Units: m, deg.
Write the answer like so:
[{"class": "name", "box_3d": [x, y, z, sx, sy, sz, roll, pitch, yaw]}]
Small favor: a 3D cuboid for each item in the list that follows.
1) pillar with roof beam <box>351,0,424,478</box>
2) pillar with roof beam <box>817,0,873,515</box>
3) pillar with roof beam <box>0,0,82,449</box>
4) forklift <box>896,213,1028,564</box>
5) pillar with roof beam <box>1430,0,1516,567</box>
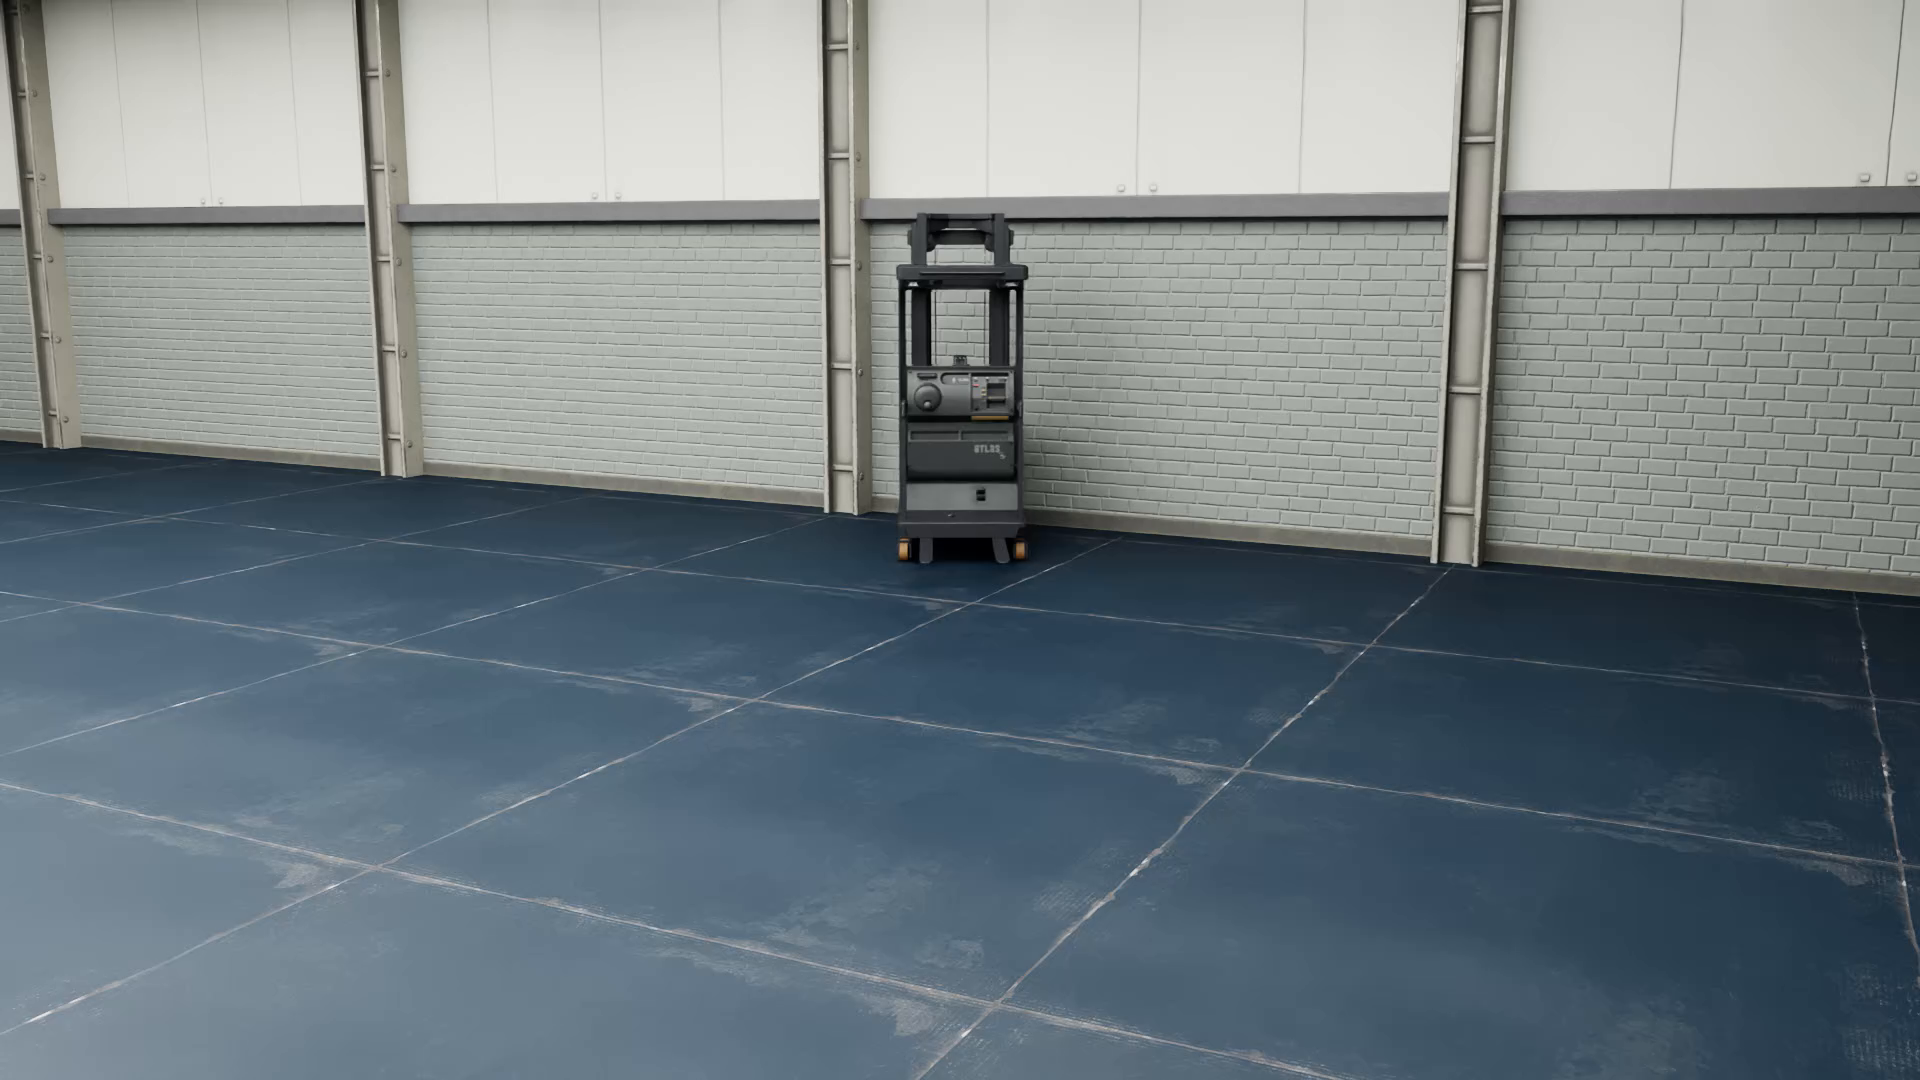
[{"class": "pillar with roof beam", "box_3d": [-8.414, -4.502, 14.837, 0.400, 9.000, 9.100, 5, 11, 26]}, {"class": "pillar with roof beam", "box_3d": [-3.033, -4.029, 12.225, 0.400, 9.000, 9.100, 5, 11, 26]}, {"class": "pillar with roof beam", "box_3d": [-13.795, -4.975, 17.449, 0.400, 9.000, 9.100, 5, 11, 26]}, {"class": "forklift", "box_3d": [0.012, -1.315, 14.268, 1.130, 2.935, 3.031, 0, 10, -1]}, {"class": "pillar with roof beam", "box_3d": [2.347, -3.556, 9.612, 0.400, 9.000, 9.100, 5, 11, 26]}]
